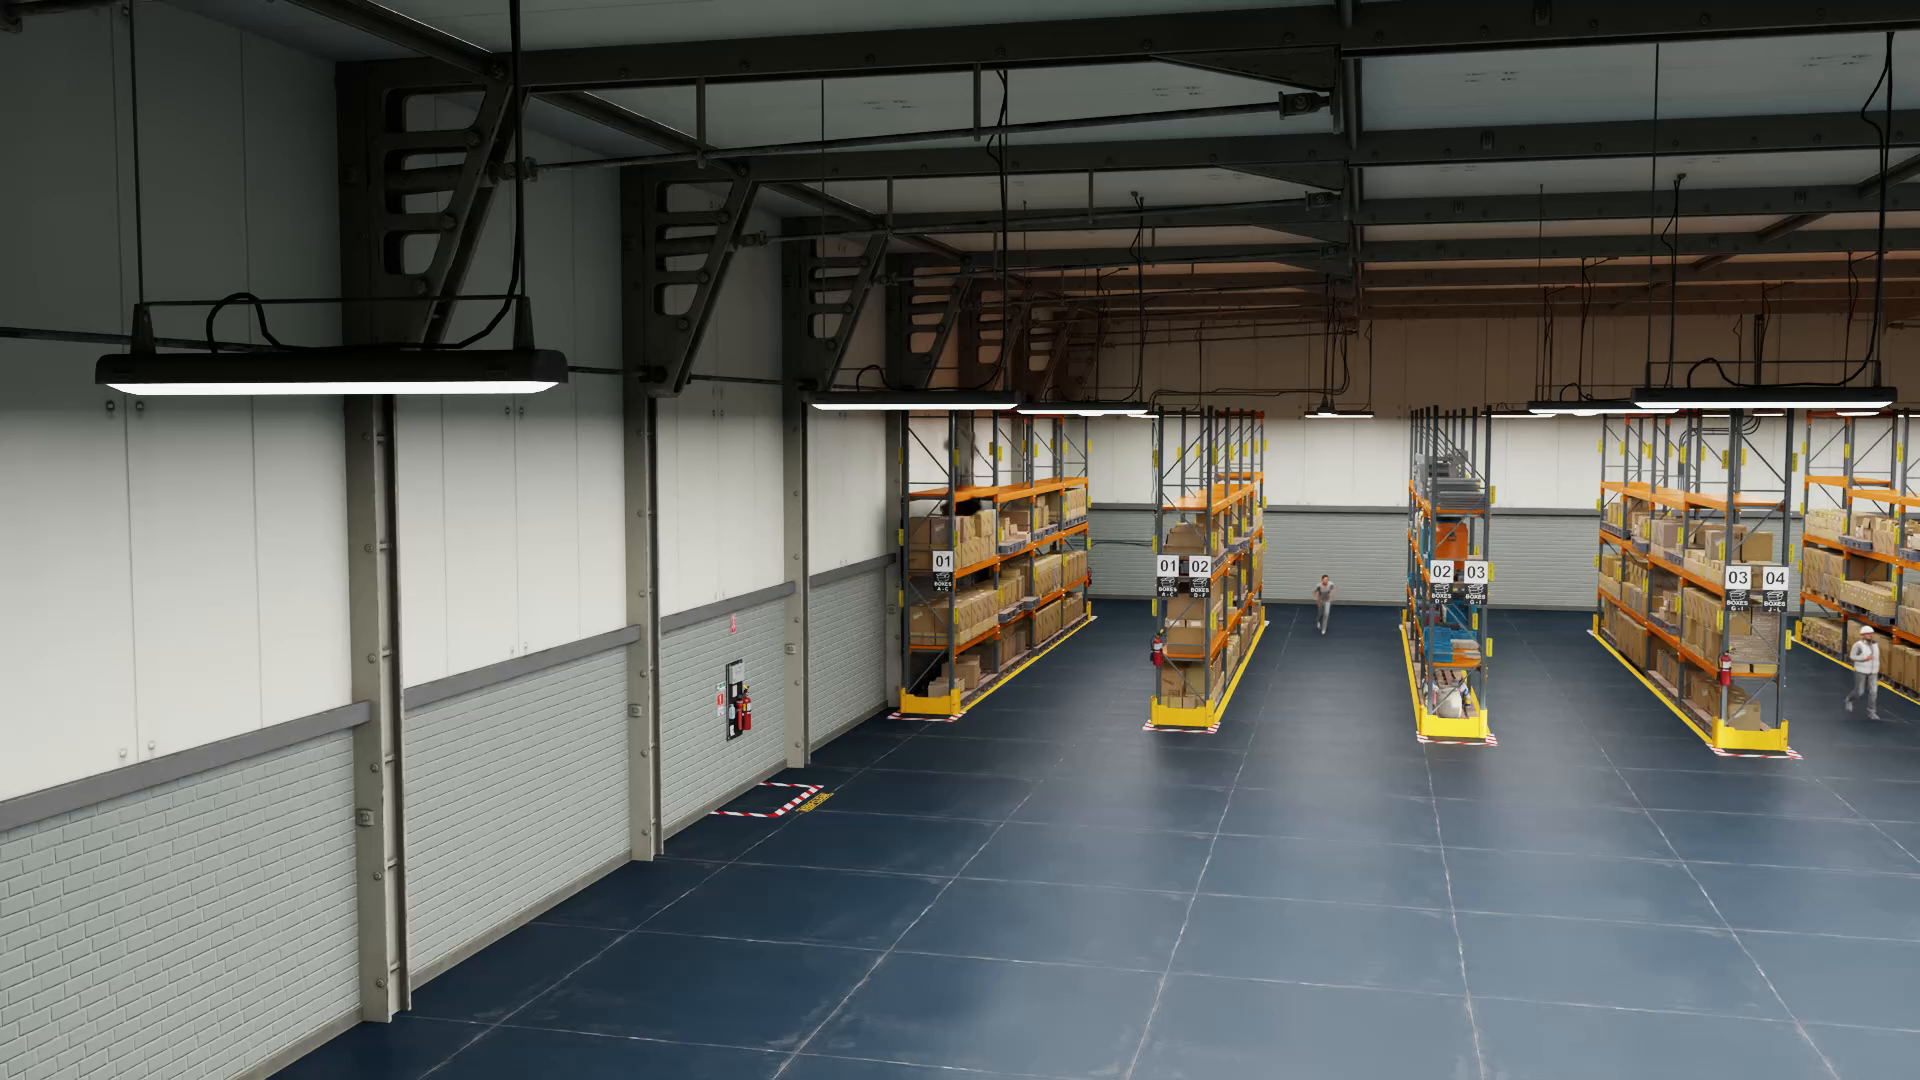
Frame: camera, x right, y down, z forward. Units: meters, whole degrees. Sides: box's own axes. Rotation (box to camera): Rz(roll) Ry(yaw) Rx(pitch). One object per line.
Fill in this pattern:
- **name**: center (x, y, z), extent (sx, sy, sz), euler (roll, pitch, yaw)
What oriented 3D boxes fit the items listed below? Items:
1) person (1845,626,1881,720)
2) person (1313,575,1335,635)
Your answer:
- **person**: center (17.414, 2.527, 31.998), extent (0.675, 1.760, 0.907), euler (0, 4, -4)
- **person**: center (9.835, 1.713, 45.033), extent (0.590, 1.624, 0.990), euler (0, 4, -1)
